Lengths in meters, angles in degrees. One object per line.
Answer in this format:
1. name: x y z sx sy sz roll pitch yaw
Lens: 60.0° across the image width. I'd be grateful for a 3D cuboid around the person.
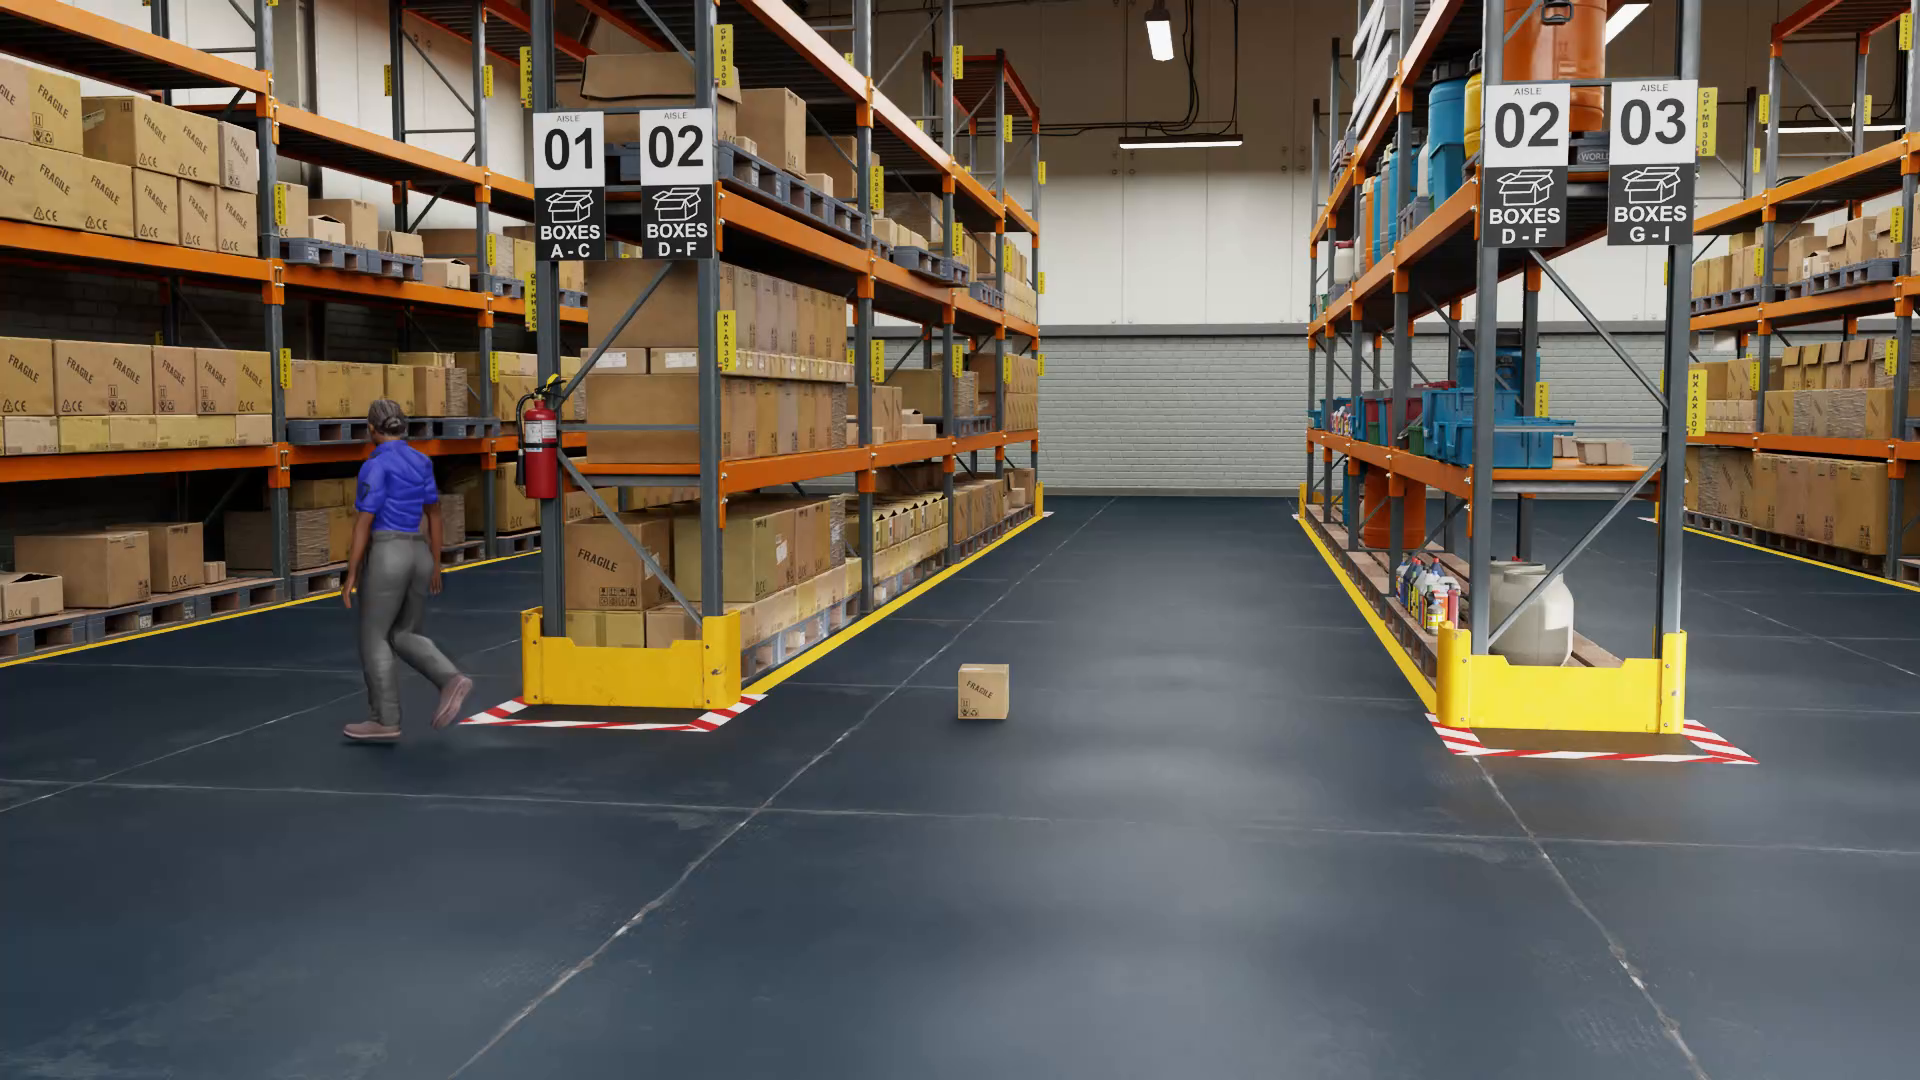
1. person: -2.673 0.136 8.012 0.590 1.633 0.531 2 5 20
